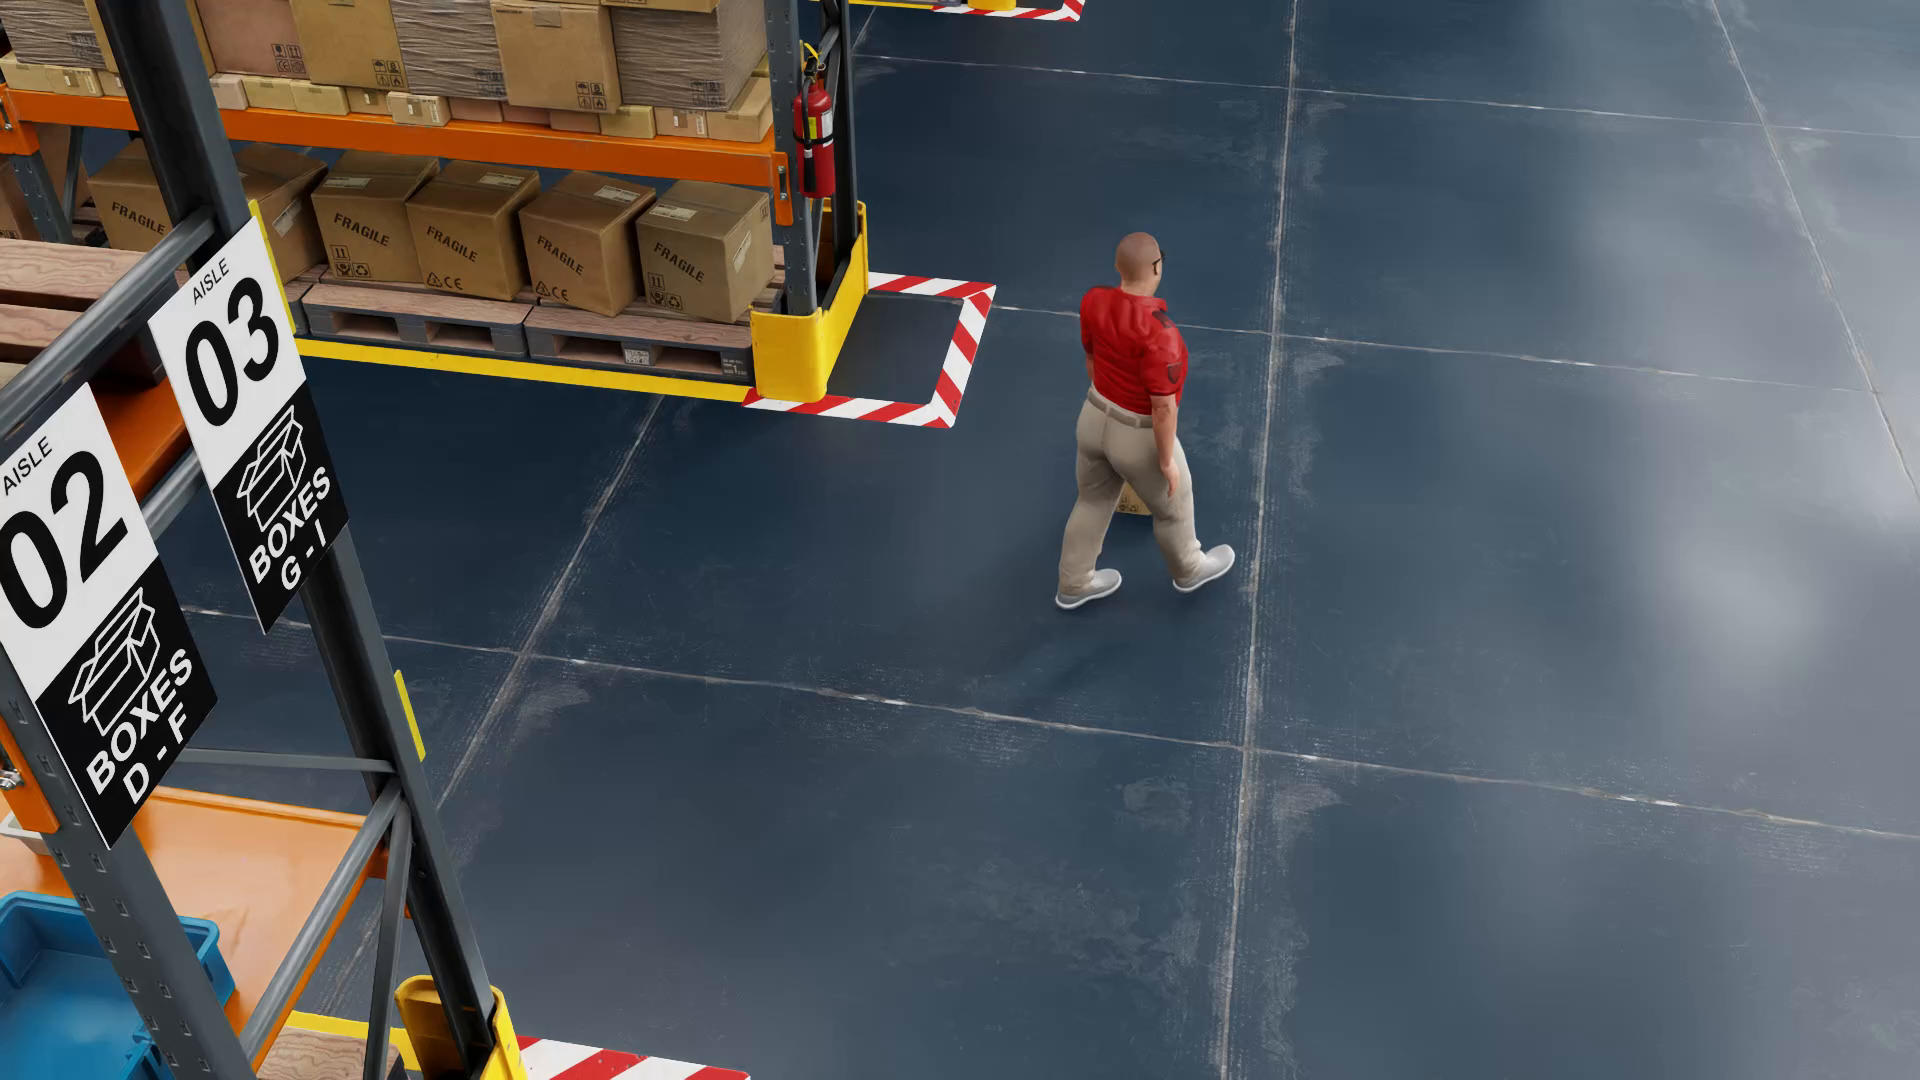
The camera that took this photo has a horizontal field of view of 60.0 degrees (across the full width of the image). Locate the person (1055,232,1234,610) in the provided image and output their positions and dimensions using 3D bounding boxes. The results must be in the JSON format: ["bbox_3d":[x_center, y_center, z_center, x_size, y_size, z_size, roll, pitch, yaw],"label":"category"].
[{"bbox_3d":[0.768,-0.480,6.713,0.777,1.701,0.587,-29,48,-30],"label":"person"}]
